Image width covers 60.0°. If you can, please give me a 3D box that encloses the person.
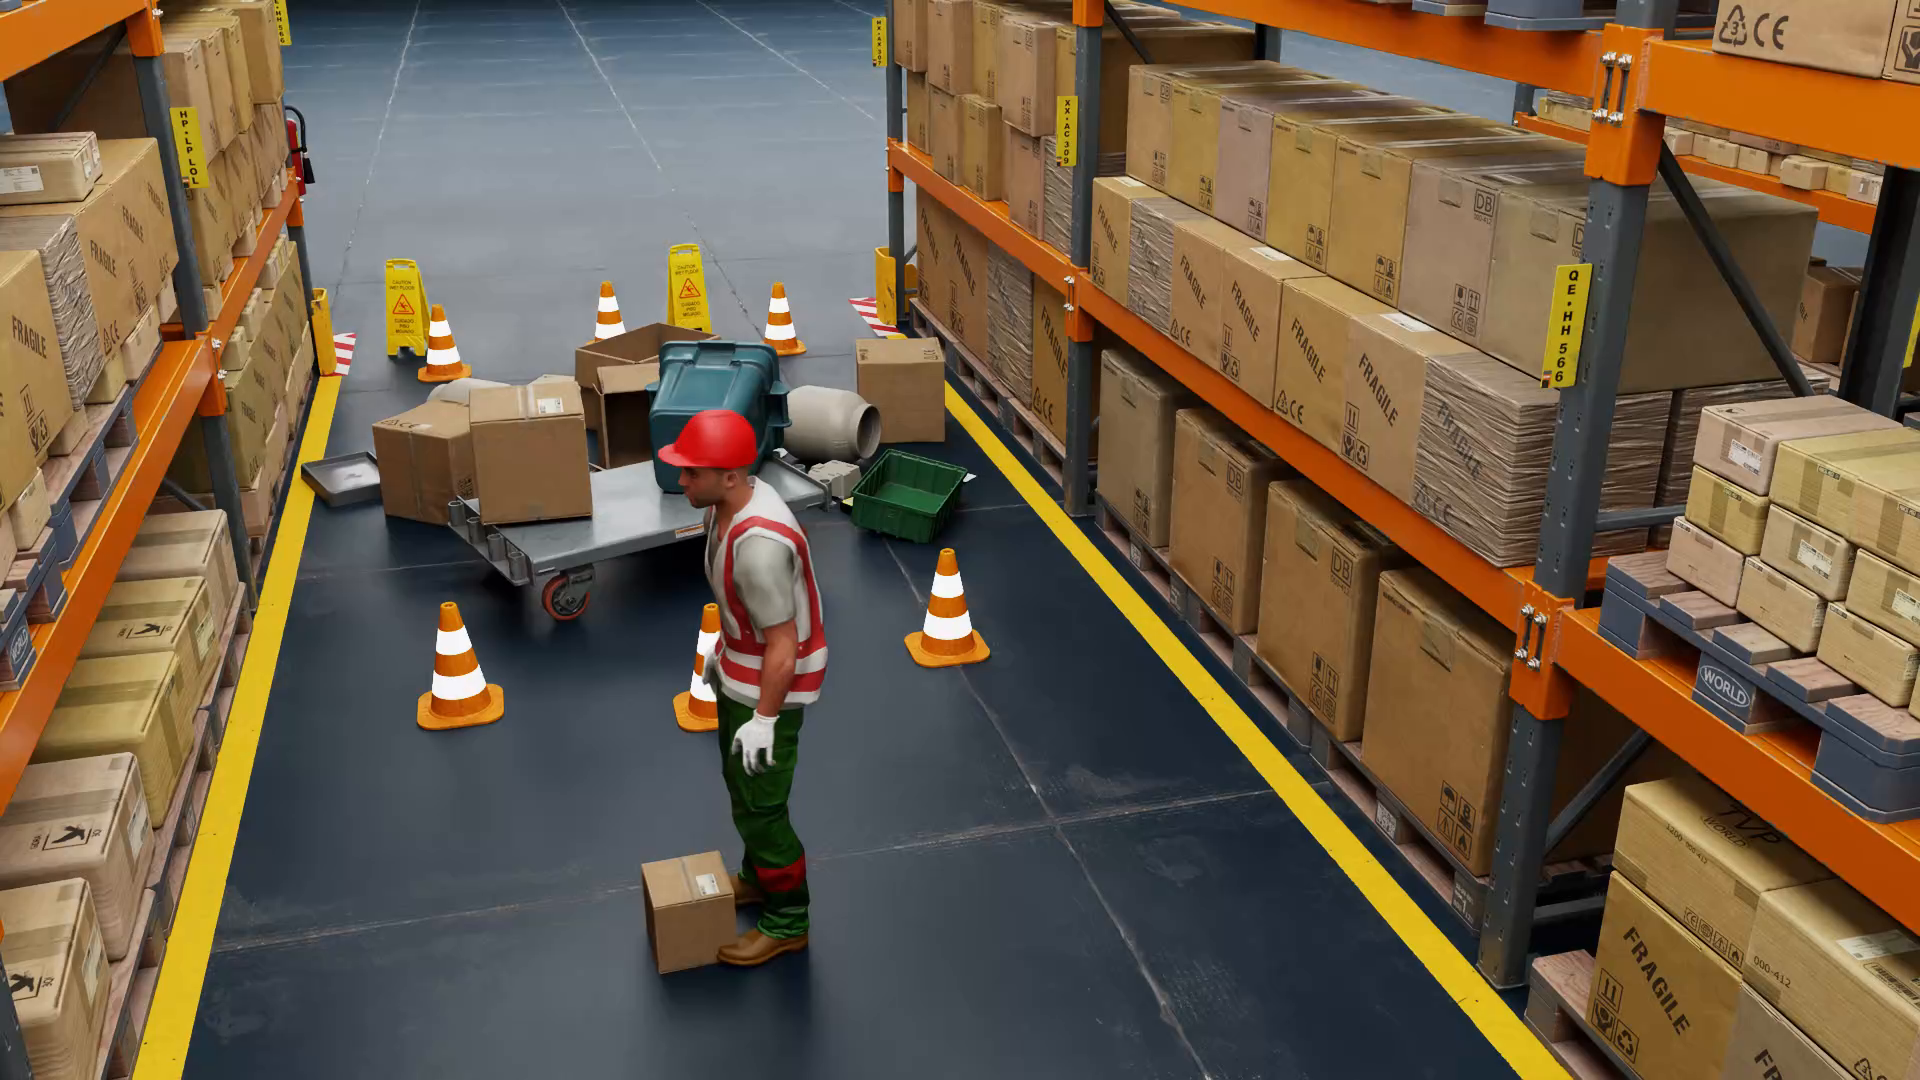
[{"bbox_3d":[-0.637,0.443,5.014,0.447,1.780,0.613,-7,24,-16],"label":"person"}]
